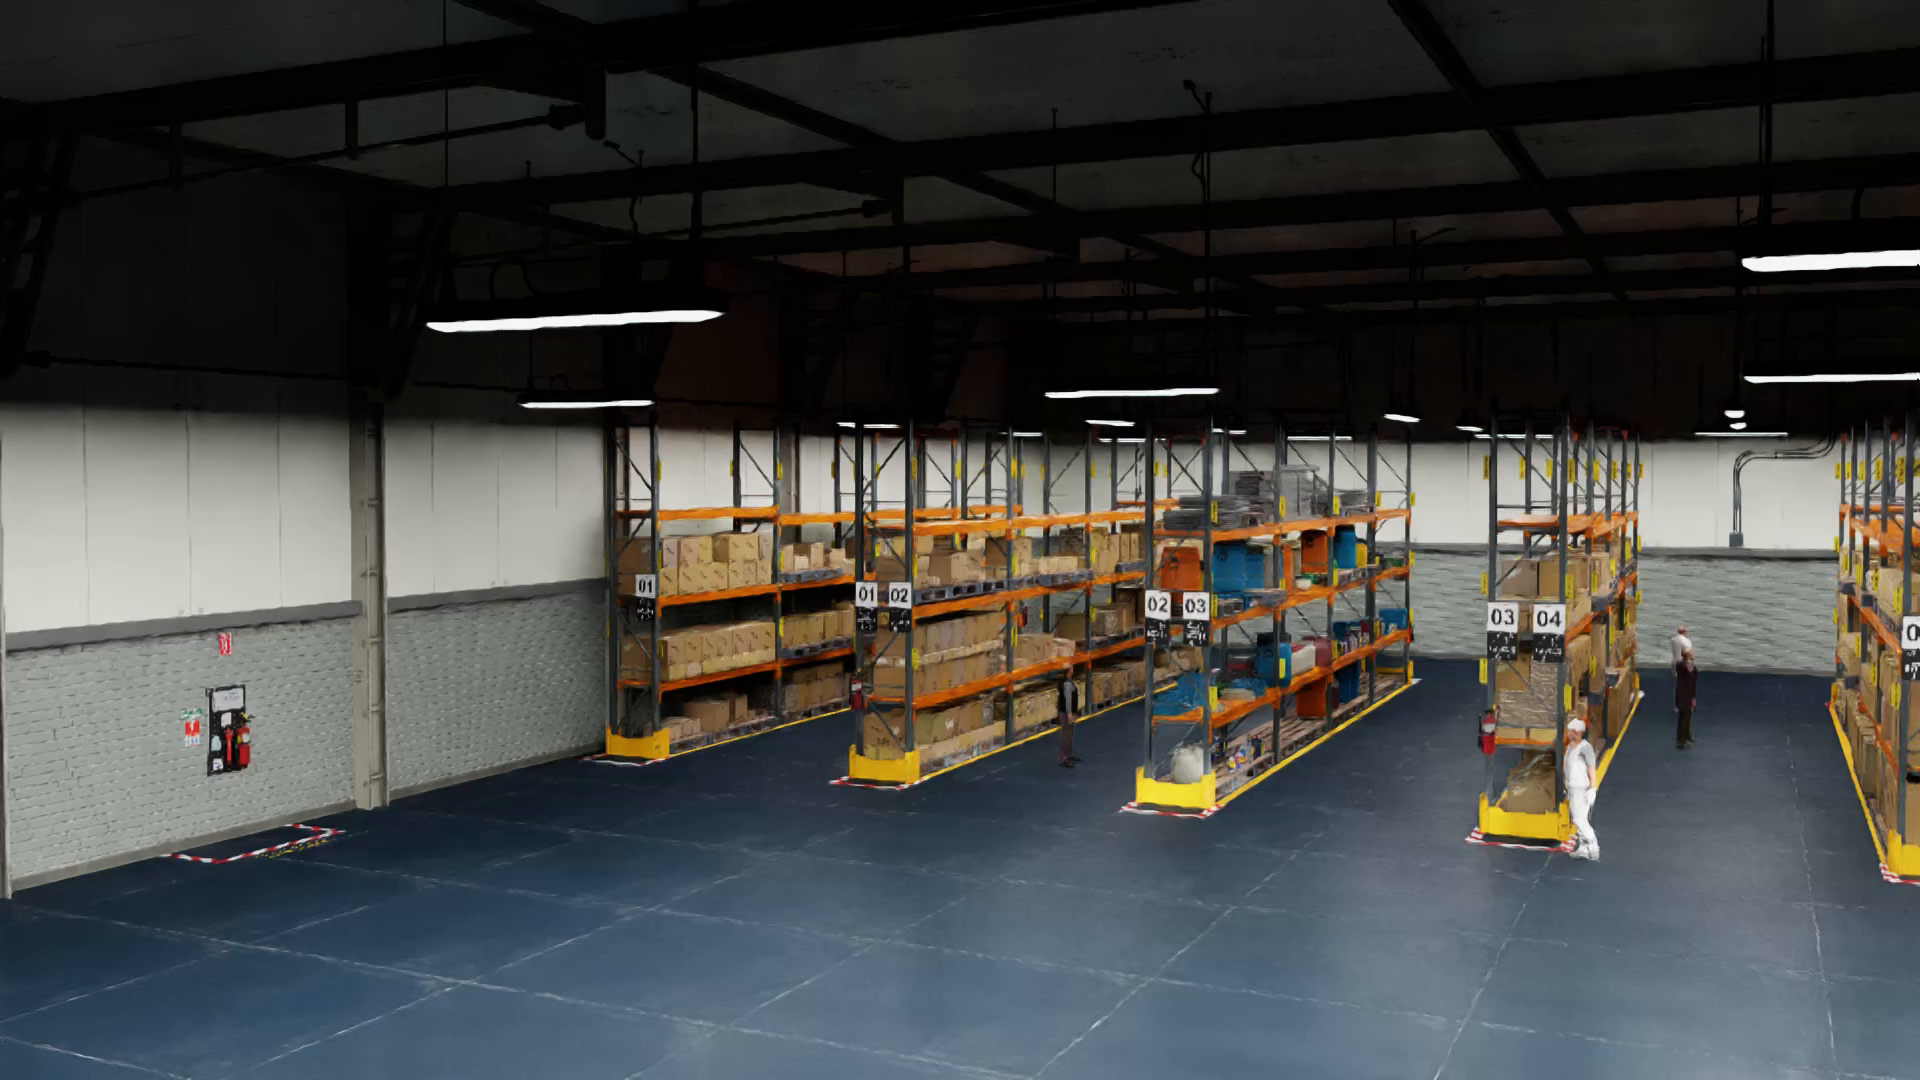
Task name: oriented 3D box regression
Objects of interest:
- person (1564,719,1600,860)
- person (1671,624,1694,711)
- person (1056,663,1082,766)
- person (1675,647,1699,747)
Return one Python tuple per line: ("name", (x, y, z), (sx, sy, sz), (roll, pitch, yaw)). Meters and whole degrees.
("person", (7.996, 3.199, 21.377), (0.384, 1.783, 0.632), (0, 2, -8))
("person", (15.049, 2.642, 34.558), (0.505, 1.787, 0.640), (0, 2, -5))
("person", (1.865, 2.938, 28.222), (0.454, 1.726, 0.581), (0, 2, -3))
("person", (13.194, 2.823, 30.098), (0.525, 1.785, 0.646), (0, 2, 3))
